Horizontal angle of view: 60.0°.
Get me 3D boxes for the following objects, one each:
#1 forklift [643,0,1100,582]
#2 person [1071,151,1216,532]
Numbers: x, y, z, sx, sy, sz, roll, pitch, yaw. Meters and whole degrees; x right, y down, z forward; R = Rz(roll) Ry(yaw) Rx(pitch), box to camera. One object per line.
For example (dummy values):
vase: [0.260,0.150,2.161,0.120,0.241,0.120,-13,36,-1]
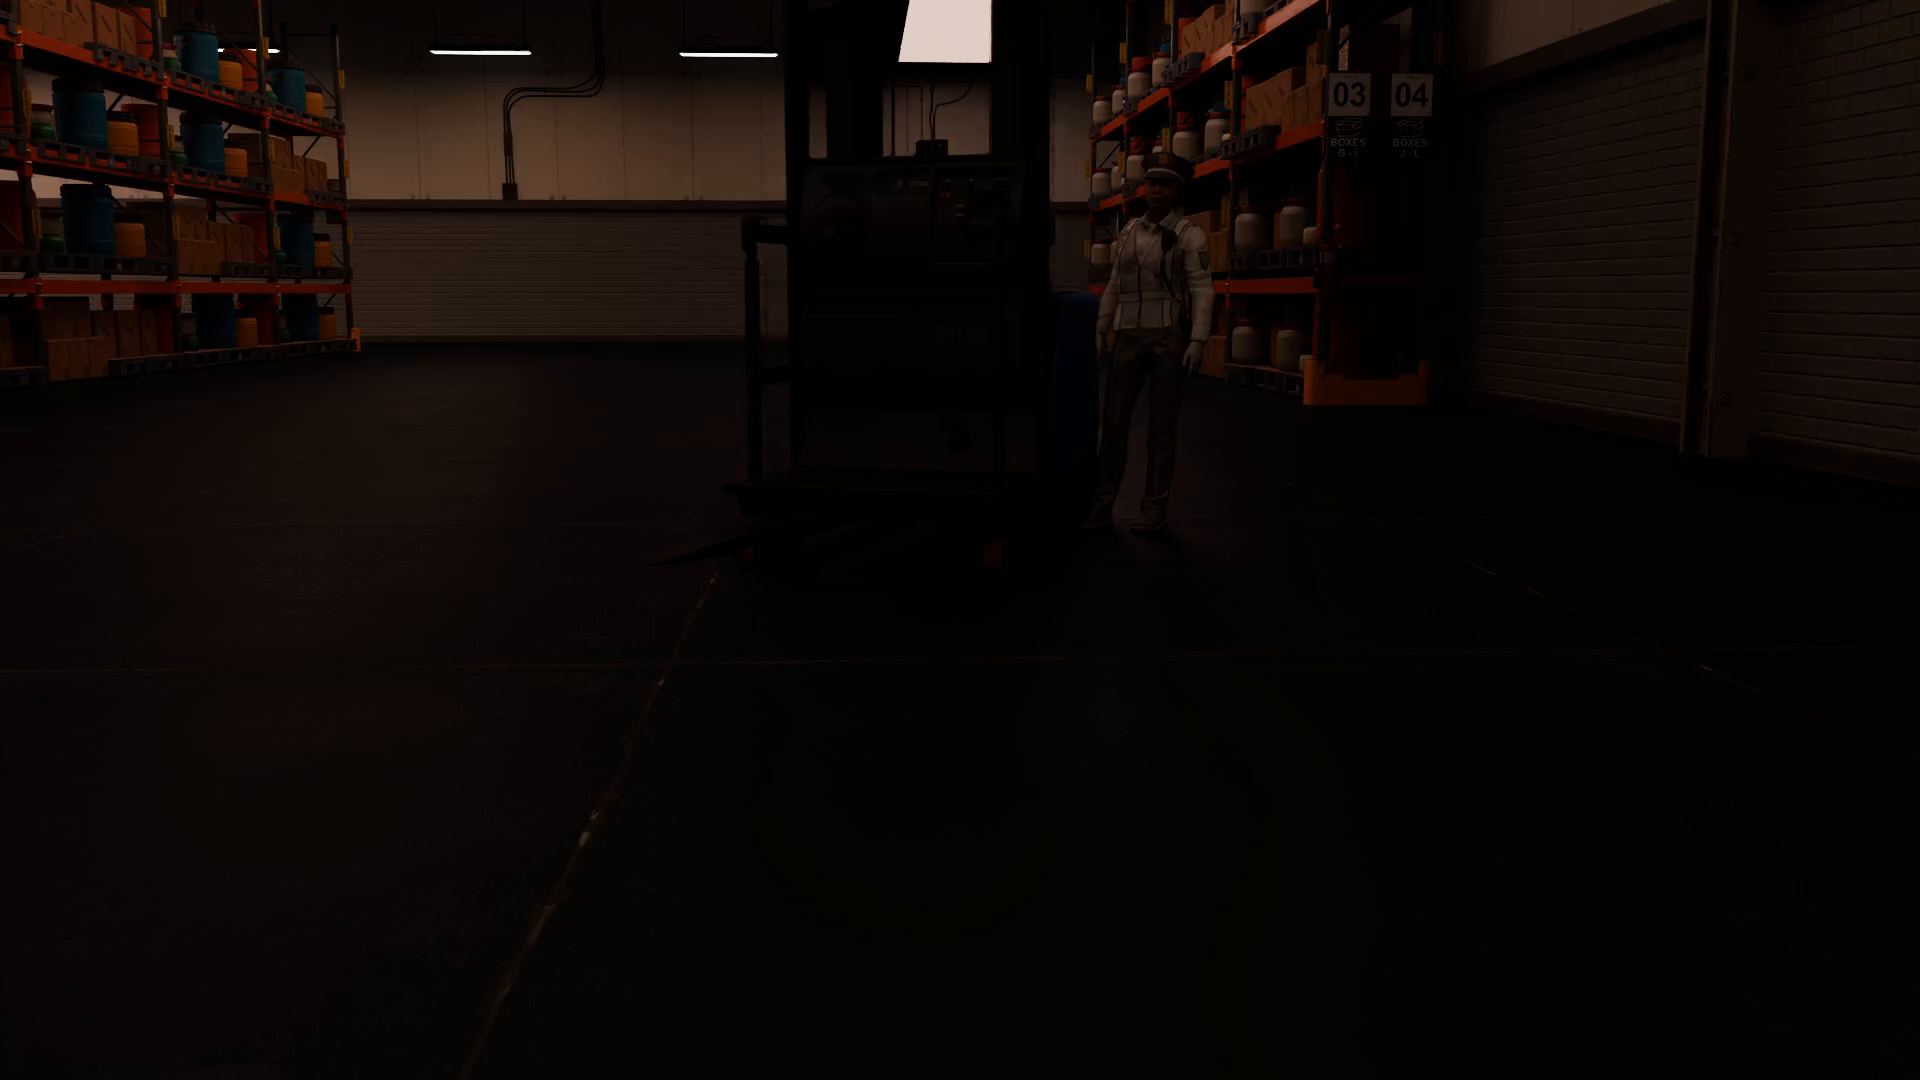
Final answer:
forklift: [-0.252,-1.355,6.457,1.130,2.935,3.031,3,9,17]
person: [0.839,-0.890,7.517,0.587,1.697,0.507,6,10,33]
